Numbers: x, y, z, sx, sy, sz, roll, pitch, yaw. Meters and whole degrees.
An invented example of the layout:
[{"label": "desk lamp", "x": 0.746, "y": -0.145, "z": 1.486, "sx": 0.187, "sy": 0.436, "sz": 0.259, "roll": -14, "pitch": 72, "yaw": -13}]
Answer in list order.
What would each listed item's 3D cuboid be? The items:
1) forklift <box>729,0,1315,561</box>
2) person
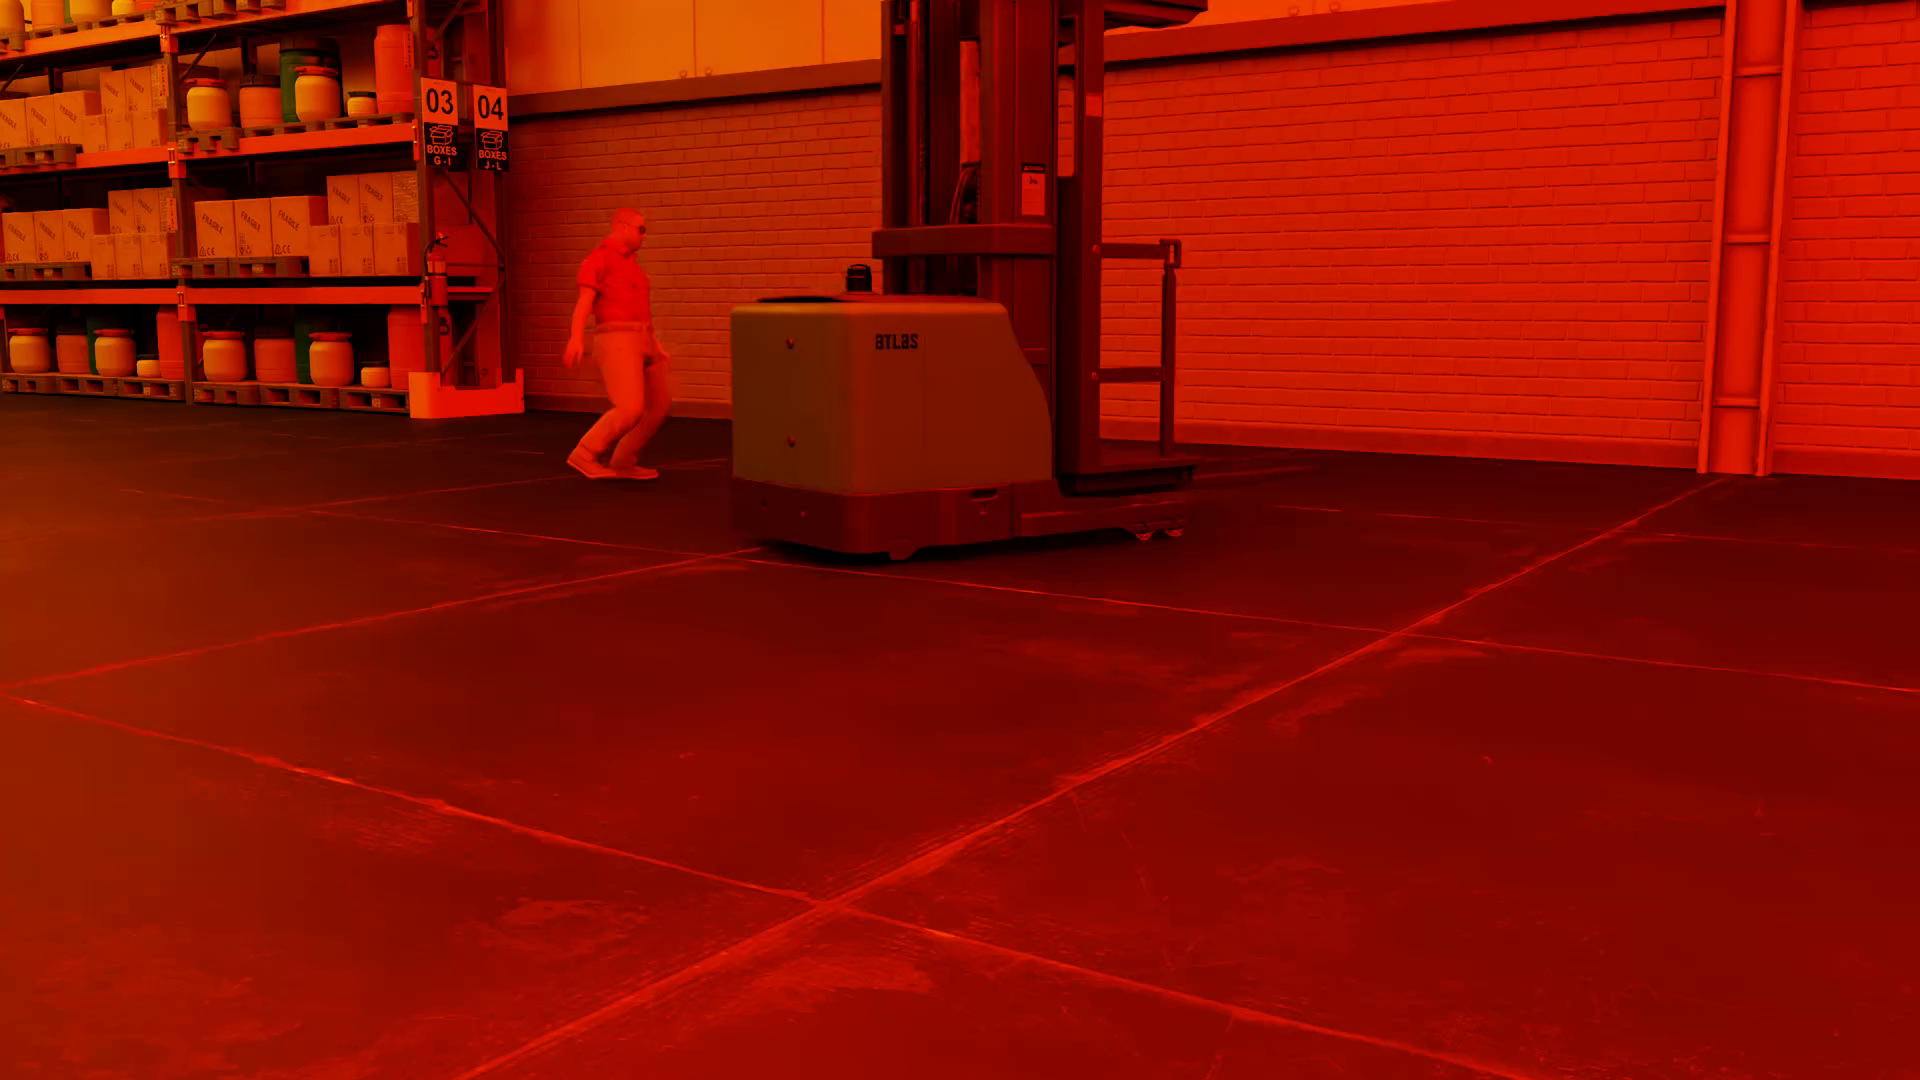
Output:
[{"label": "forklift", "x": 0.446, "y": -1.507, "z": 7.791, "sx": 3.031, "sy": 2.935, "sz": 1.130, "roll": -6, "pitch": 10, "yaw": -37}, {"label": "person", "x": -2.013, "y": -1.140, "z": 9.844, "sx": 0.505, "sy": 1.645, "sz": 0.913, "roll": 3, "pitch": 8, "yaw": 17}]
